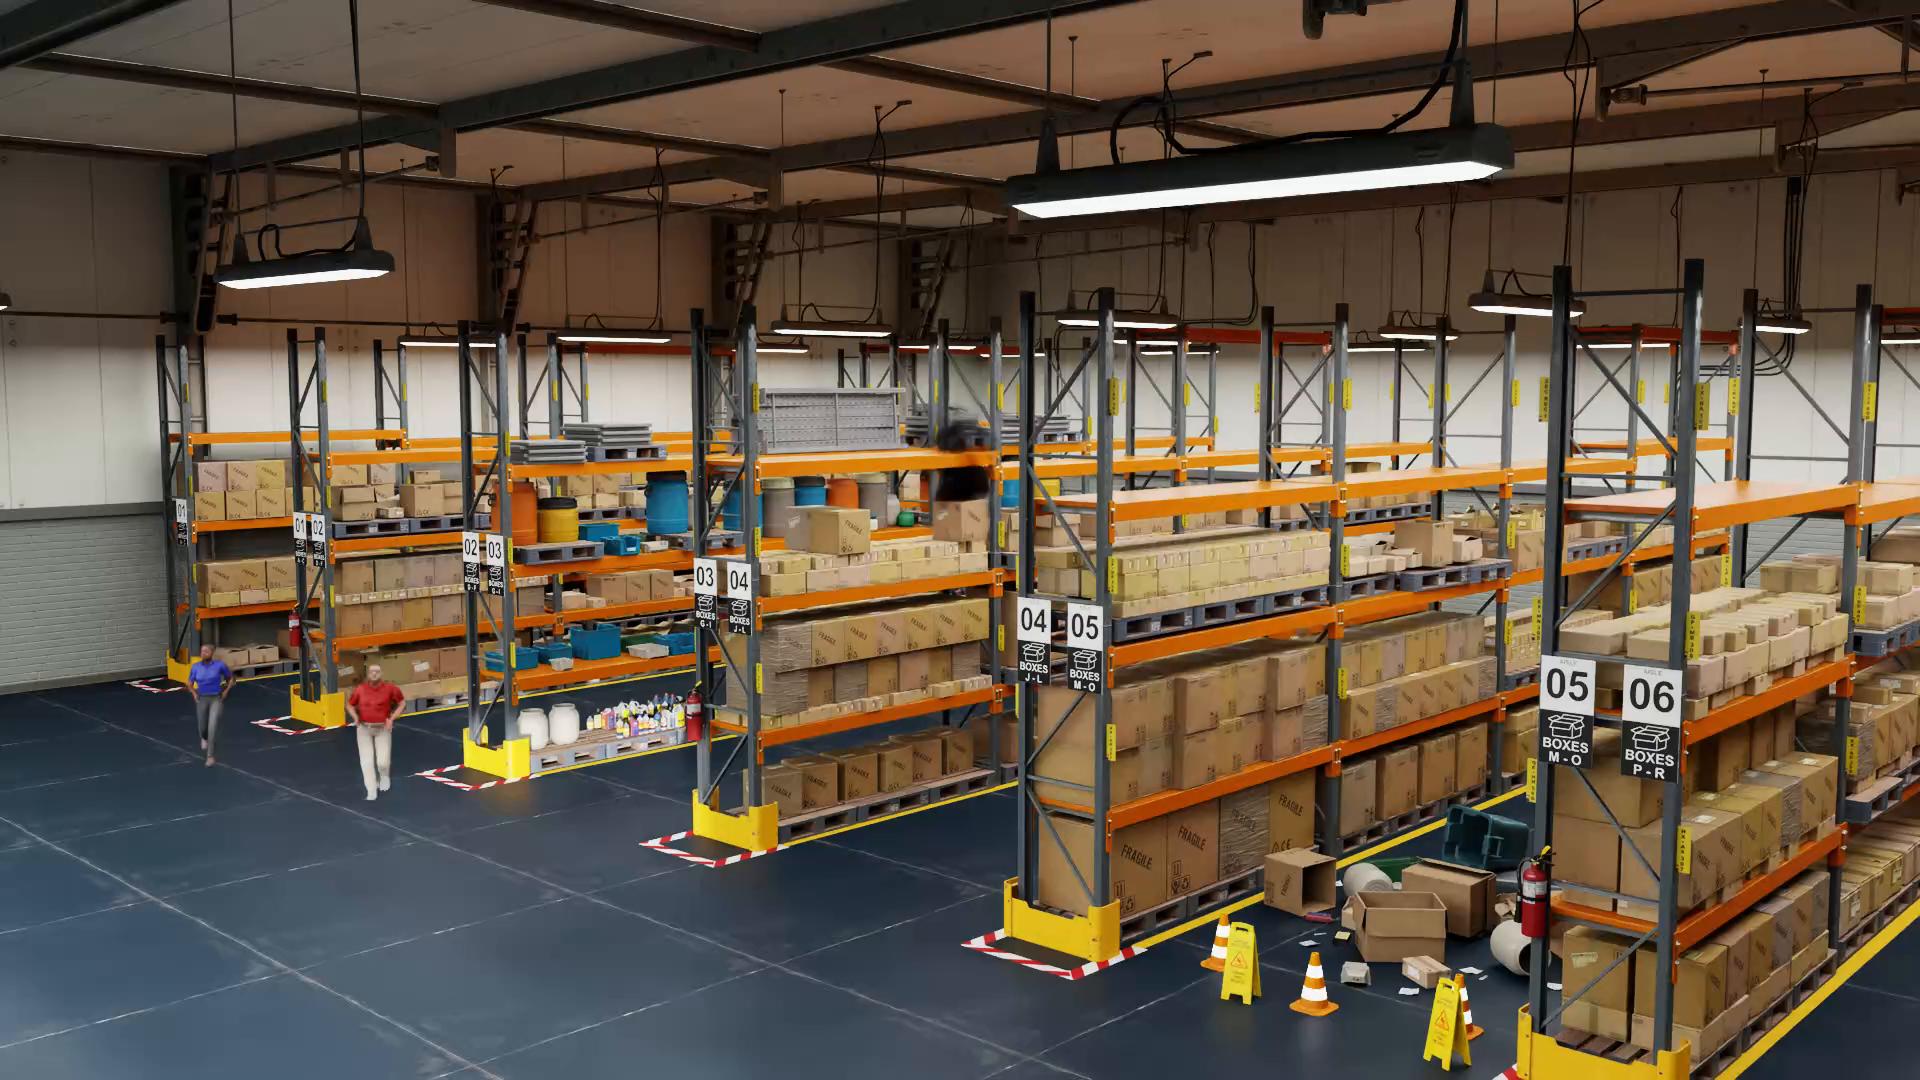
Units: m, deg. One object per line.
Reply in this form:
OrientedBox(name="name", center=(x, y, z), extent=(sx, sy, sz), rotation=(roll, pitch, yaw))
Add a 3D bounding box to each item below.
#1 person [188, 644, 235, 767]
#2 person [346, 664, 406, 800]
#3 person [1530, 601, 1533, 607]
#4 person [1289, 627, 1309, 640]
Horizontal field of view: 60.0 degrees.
OrientedBox(name="person", center=(-10.251, 2.232, 22.776), extent=(0.585, 1.649, 0.697), rotation=(-1, 6, -15))
OrientedBox(name="person", center=(-7.314, 2.396, 20.835), extent=(0.701, 1.708, 0.602), rotation=(-1, 6, -14))
OrientedBox(name="person", center=(9.303, 1.792, 26.860), extent=(0.562, 1.733, 0.711), rotation=(-5, 8, -44))
OrientedBox(name="person", center=(4.976, 2.015, 24.280), extent=(0.641, 1.769, 0.674), rotation=(5, 8, 44))
